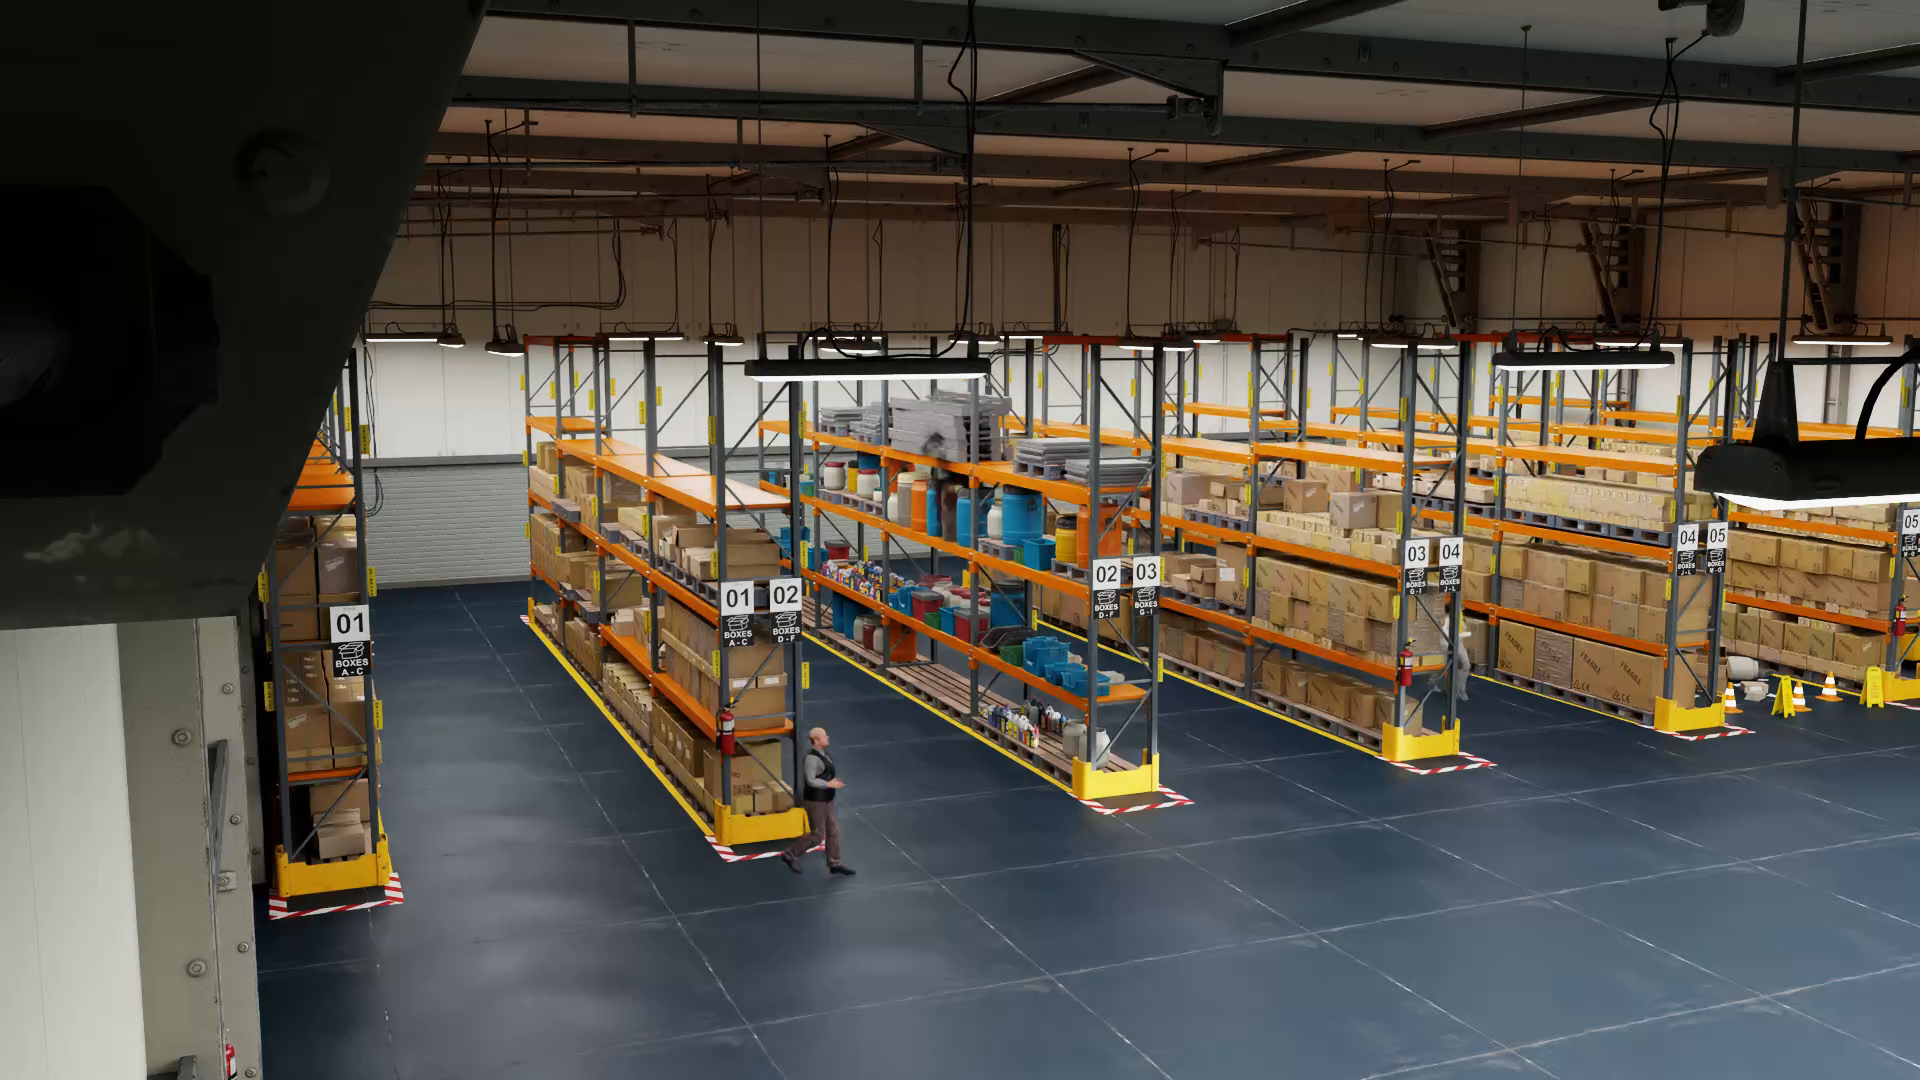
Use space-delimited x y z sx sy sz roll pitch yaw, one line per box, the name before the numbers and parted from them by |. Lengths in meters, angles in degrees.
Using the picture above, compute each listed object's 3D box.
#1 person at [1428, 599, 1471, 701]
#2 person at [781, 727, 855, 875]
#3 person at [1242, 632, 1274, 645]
person | 8.225 1.809 27.848 0.638 1.728 0.800 -6 10 -38
person | -1.611 2.968 18.895 0.839 1.715 0.677 1 8 8
person | 5.857 1.163 32.580 0.562 1.719 0.857 -4 8 -26
